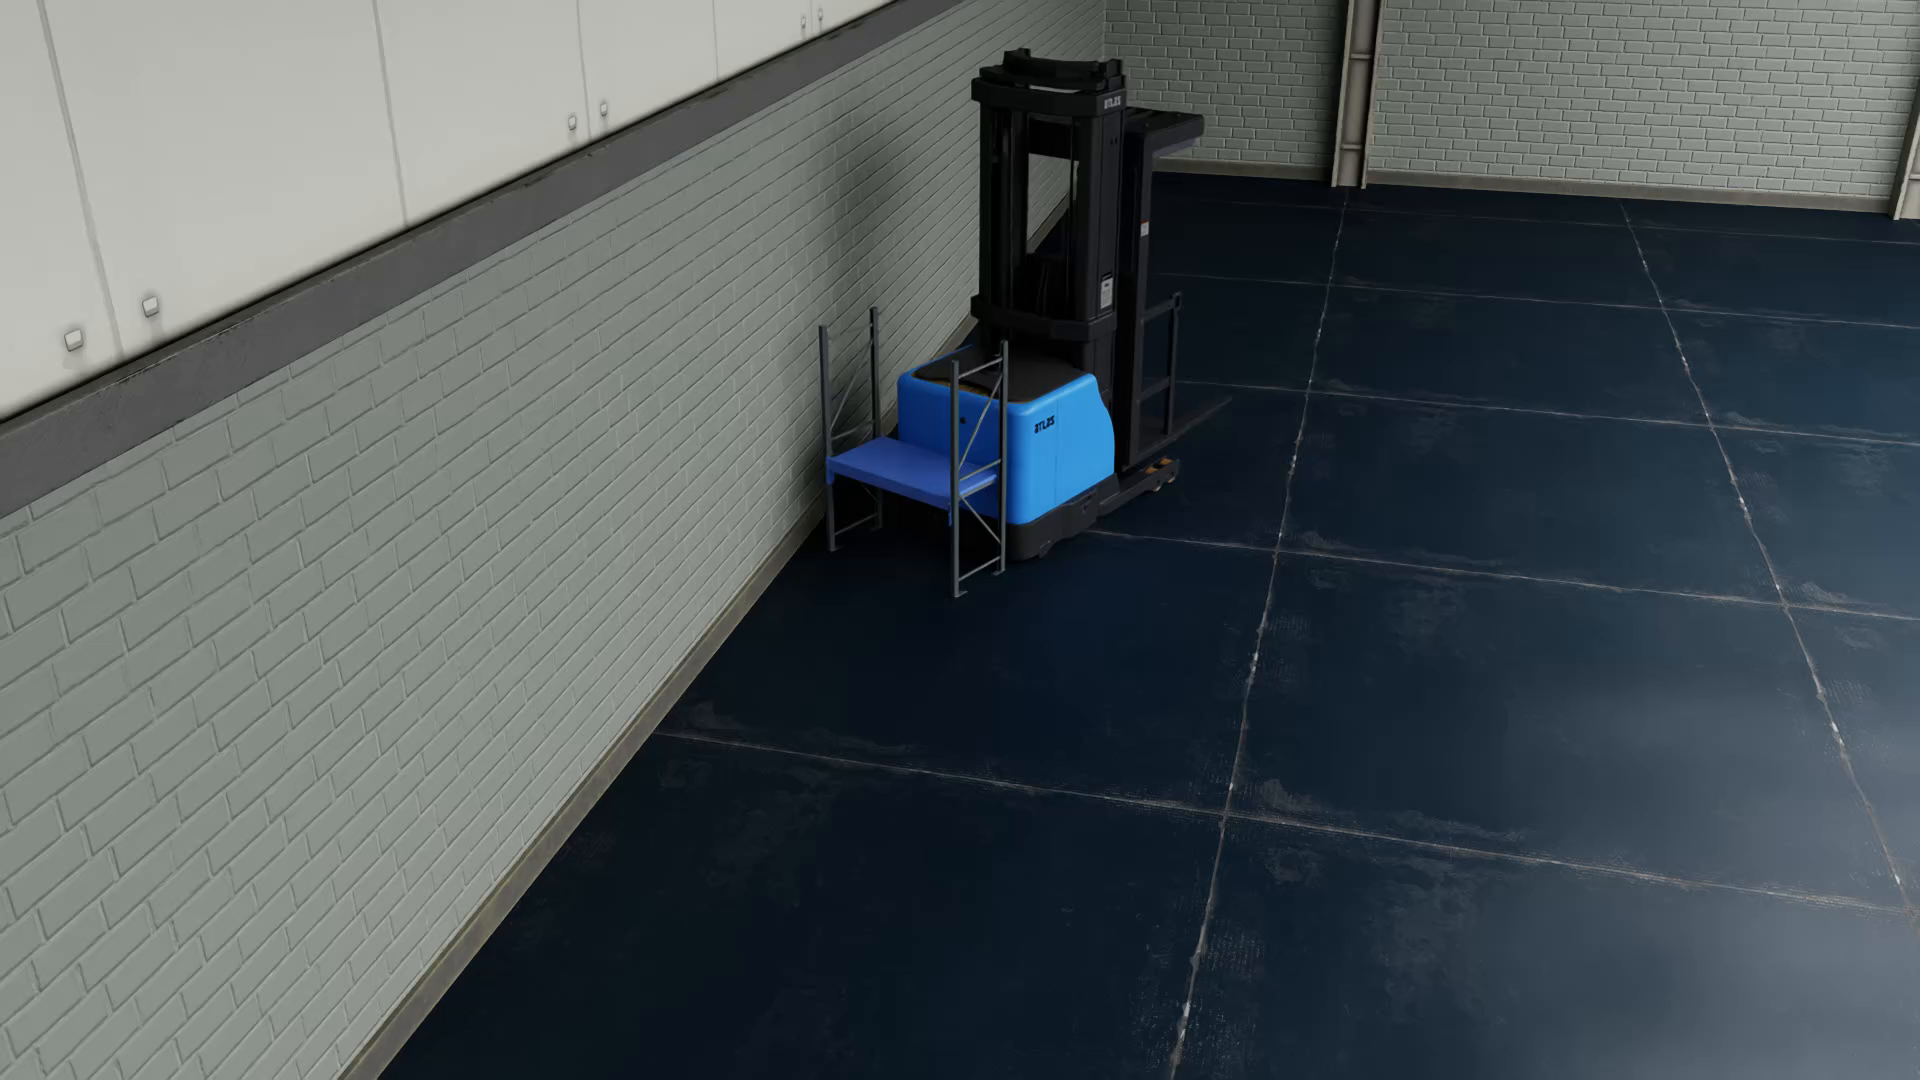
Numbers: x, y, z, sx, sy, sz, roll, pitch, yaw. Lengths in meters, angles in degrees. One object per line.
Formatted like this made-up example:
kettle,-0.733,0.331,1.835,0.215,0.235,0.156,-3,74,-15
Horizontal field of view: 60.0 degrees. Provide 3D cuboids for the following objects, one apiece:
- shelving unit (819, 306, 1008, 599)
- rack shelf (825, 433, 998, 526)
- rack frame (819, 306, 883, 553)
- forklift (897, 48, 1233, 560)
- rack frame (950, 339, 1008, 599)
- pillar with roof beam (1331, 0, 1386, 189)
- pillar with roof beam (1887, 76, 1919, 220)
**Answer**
shelving unit,-0.283,-0.546,10.152,1.048,1.500,0.538,19,31,35
rack shelf,-0.283,-0.384,10.230,1.000,0.185,0.538,19,31,35
rack frame,-0.678,-0.684,10.441,0.032,1.500,0.500,19,31,35
forklift,0.876,-1.769,11.055,1.130,2.935,3.031,18,31,33
rack frame,0.113,-0.409,9.864,0.032,1.500,0.500,19,31,35
pillar with roof beam,3.487,-6.441,13.809,0.400,9.000,9.100,6,26,13
pillar with roof beam,9.298,-5.798,12.460,0.400,9.000,9.100,6,26,13
